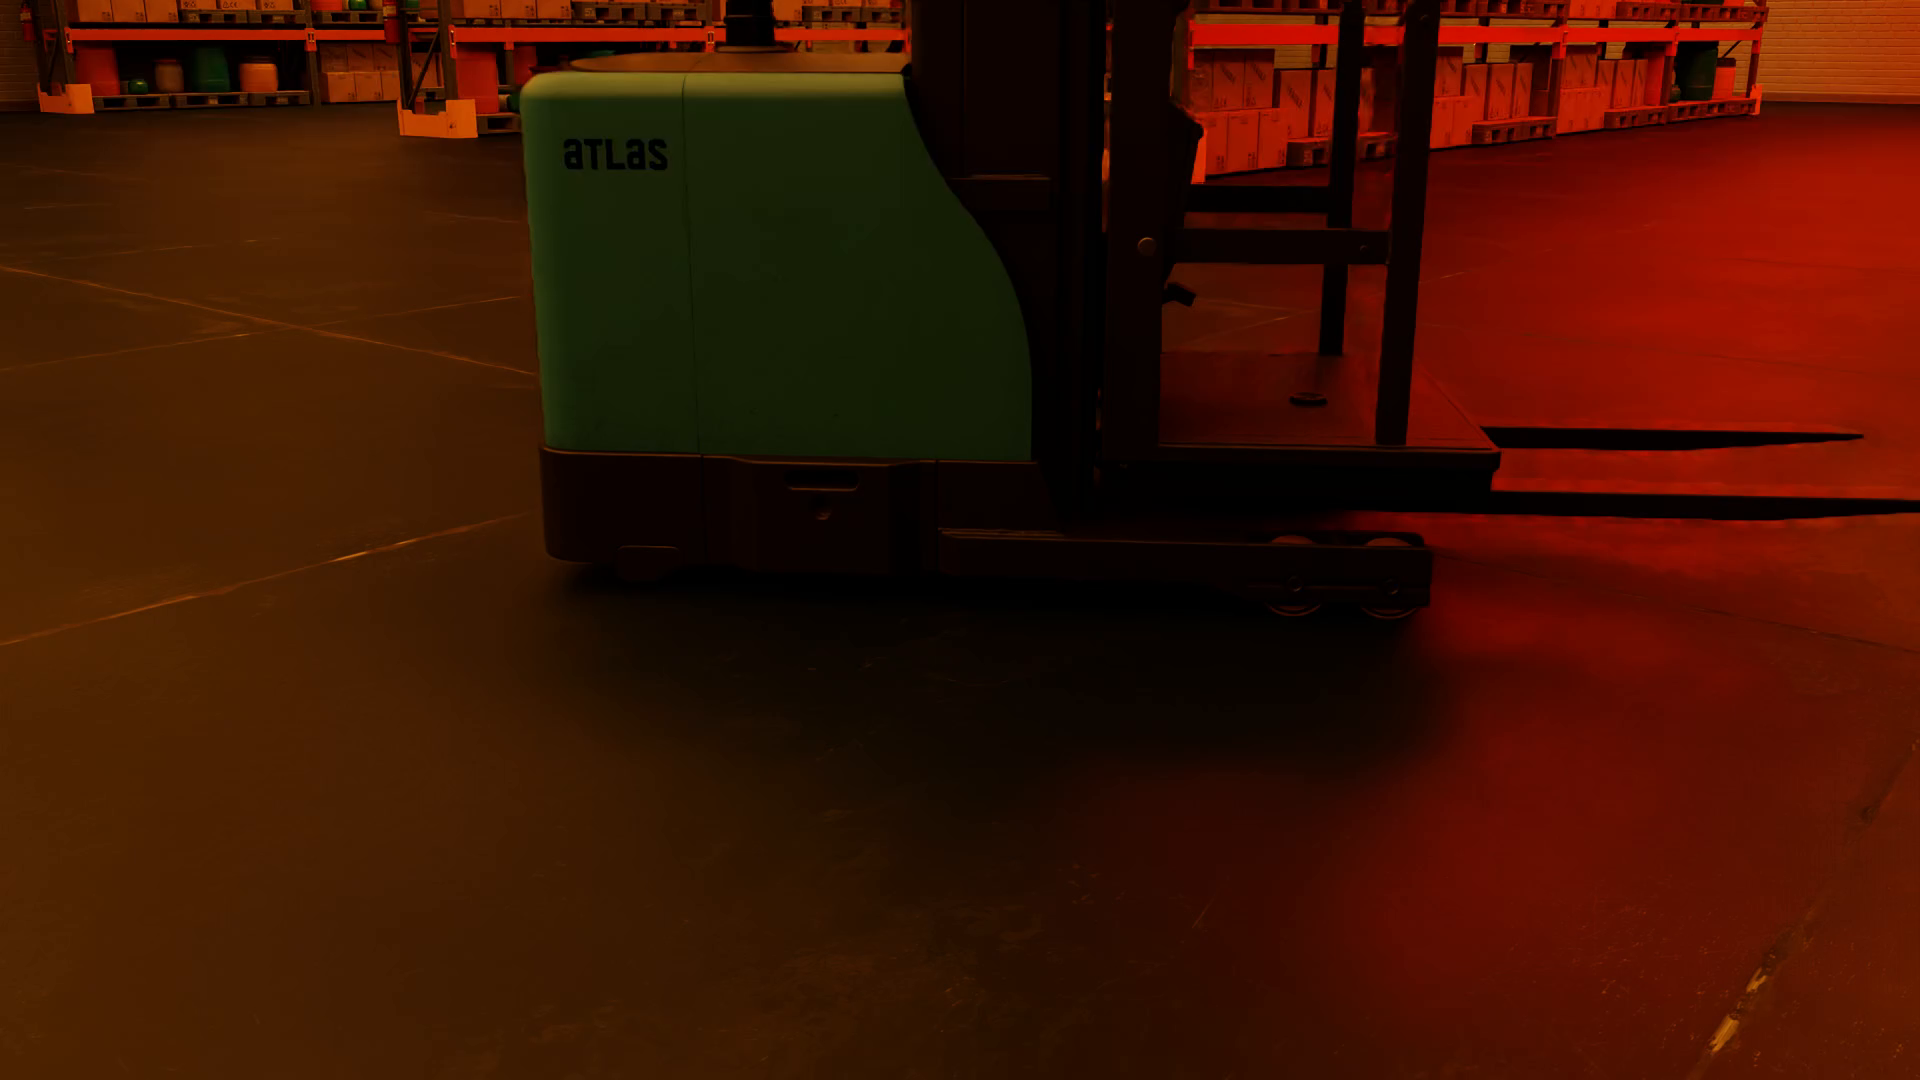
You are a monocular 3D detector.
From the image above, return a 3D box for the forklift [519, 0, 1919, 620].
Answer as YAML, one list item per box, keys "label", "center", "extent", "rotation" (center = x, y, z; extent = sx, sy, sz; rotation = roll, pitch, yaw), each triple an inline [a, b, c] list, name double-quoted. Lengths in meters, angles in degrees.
- label: "forklift"
  center: [0.644, -1.401, 3.510]
  extent: [3.031, 2.935, 1.130]
  rotation: [2, 17, 5]
